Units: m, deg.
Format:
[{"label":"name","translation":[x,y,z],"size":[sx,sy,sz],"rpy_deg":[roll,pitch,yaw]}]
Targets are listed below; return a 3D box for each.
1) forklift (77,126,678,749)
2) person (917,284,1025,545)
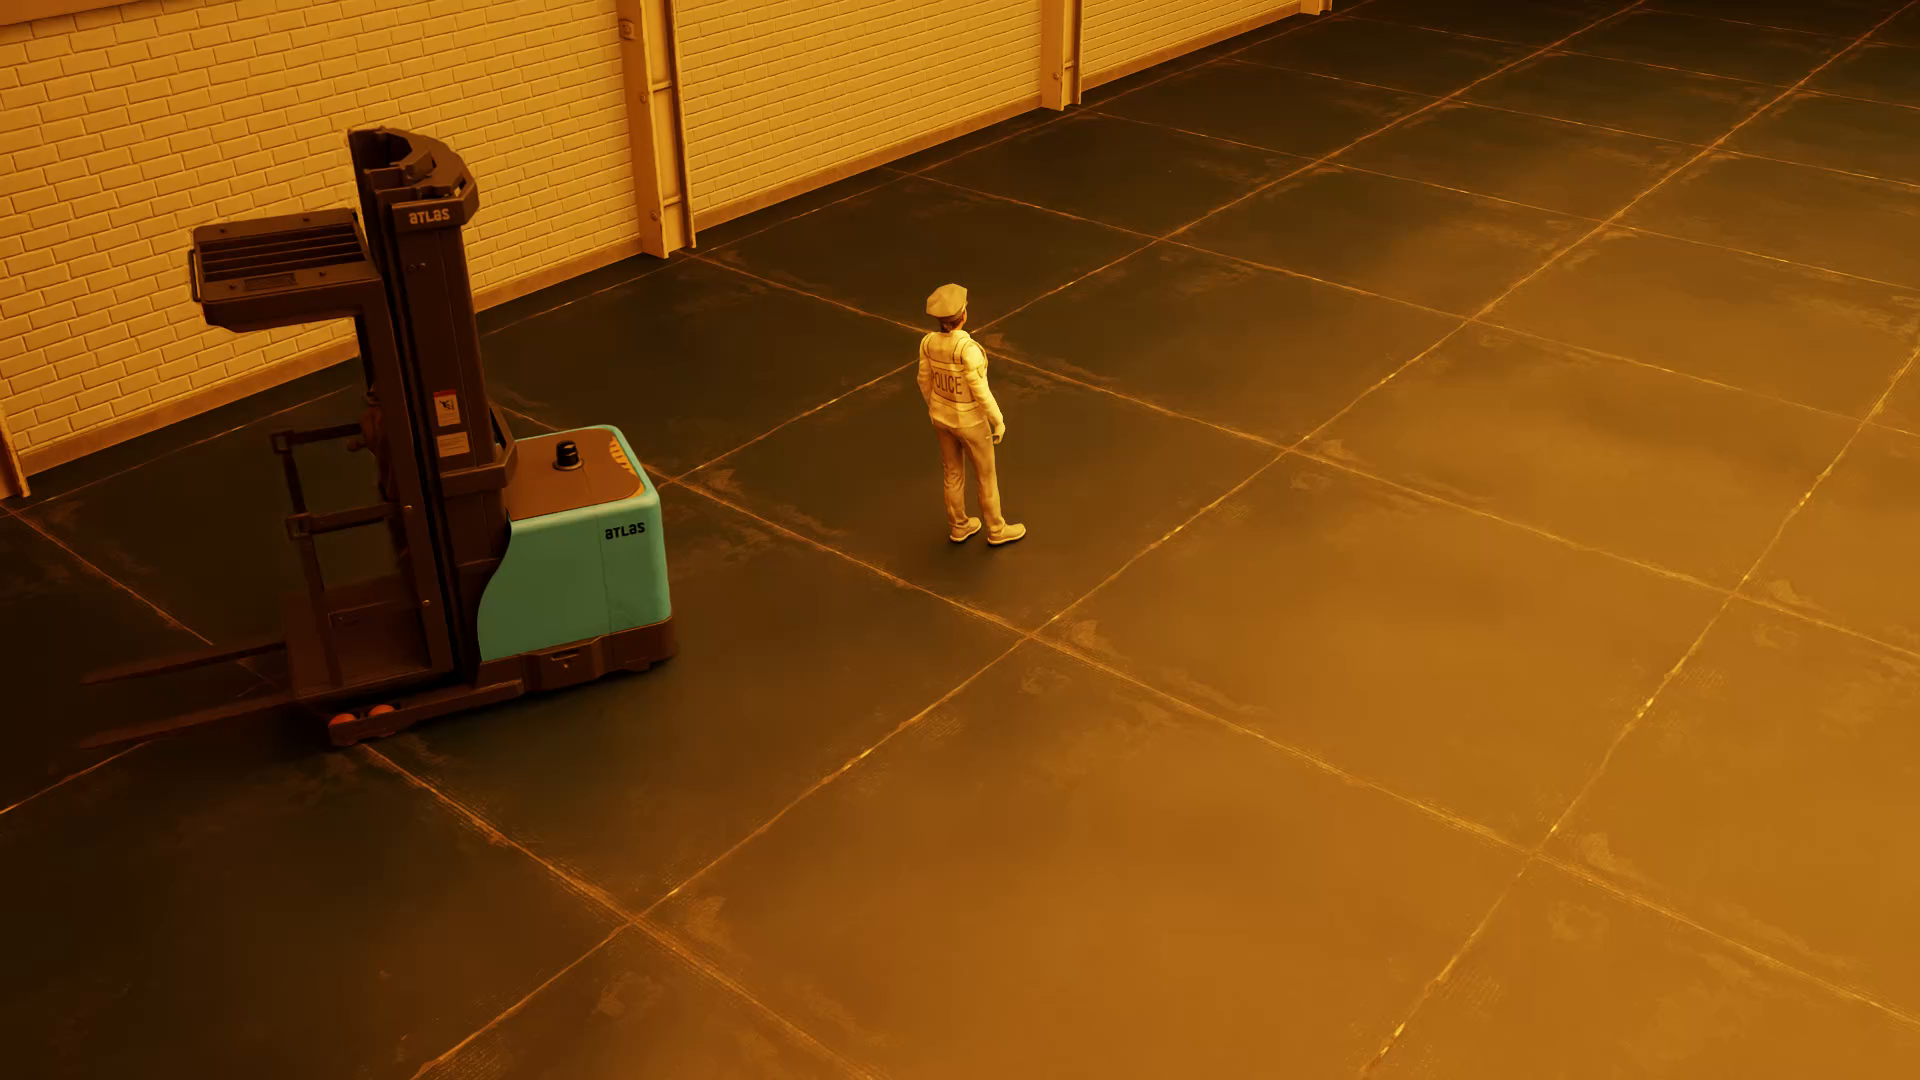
[{"label":"forklift","translation":[-3.145,-0.496,8.443],"size":[3.031,2.935,1.130],"rpy_deg":[-13,33,-20]},{"label":"person","translation":[0.048,-0.763,10.112],"size":[0.587,1.695,0.531],"rpy_deg":[22,37,33]}]
